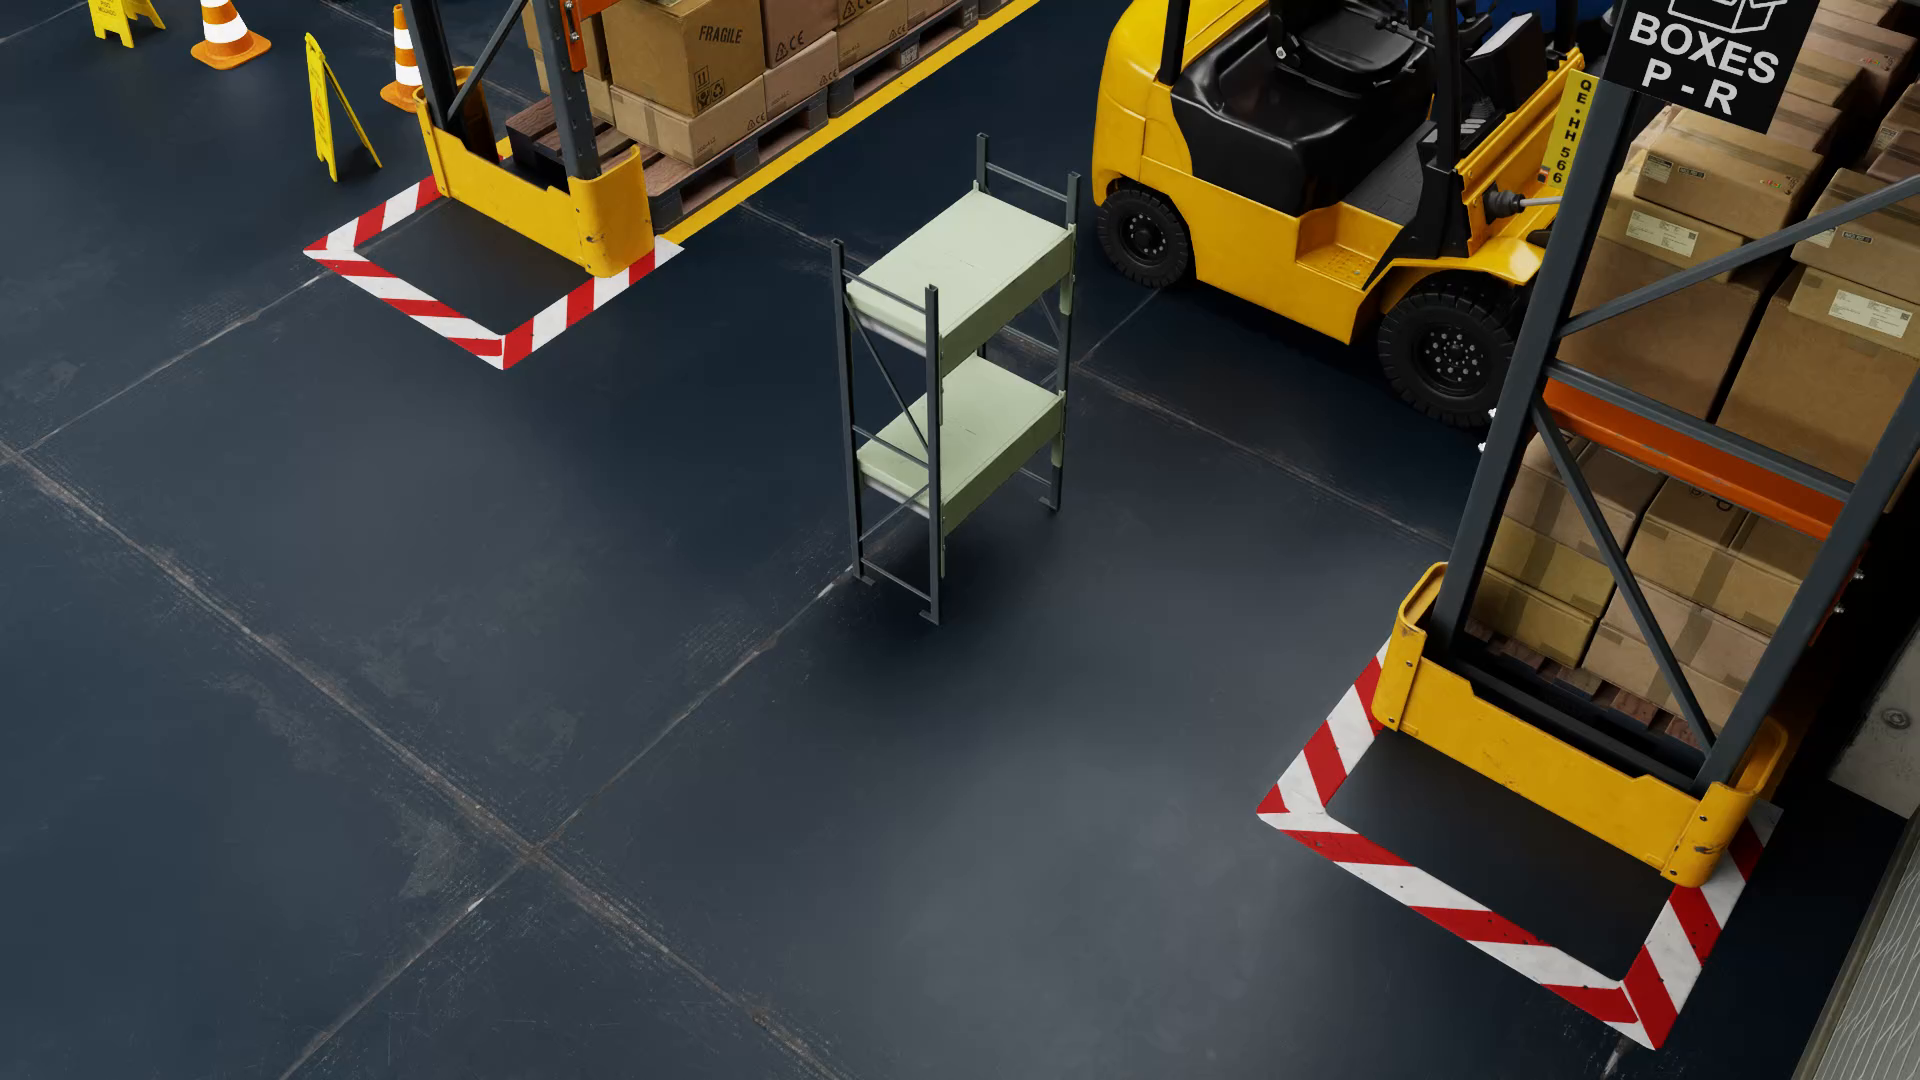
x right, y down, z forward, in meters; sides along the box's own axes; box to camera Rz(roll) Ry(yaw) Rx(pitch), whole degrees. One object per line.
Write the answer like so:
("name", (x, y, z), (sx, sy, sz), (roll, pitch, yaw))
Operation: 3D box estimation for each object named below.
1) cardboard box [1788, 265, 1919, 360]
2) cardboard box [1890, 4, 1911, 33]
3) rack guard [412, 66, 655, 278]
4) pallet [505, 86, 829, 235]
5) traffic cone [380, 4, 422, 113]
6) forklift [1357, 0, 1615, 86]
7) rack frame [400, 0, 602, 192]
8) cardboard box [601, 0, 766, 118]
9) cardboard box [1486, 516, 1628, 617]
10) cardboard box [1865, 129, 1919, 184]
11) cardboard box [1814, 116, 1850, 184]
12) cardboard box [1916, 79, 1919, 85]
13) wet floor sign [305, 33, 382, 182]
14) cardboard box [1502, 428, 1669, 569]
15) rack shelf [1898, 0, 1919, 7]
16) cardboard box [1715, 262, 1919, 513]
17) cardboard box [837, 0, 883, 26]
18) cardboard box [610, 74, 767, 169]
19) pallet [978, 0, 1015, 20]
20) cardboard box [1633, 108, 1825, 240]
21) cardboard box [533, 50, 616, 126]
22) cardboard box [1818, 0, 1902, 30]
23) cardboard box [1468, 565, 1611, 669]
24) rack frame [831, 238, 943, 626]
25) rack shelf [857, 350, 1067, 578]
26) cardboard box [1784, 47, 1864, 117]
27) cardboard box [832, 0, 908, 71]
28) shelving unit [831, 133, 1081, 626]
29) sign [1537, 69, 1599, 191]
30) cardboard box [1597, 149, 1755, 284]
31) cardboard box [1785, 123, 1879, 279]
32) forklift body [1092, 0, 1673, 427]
("cardboard box", (2.376, -0.635, 4.265), (0.380, 0.149, 0.250), (28, 52, 24))
("cardboard box", (2.719, -1.623, 5.208), (0.380, 0.149, 0.250), (30, 53, 25))
("rack guard", (-1.920, -1.669, 7.499), (1.175, 0.500, 0.348), (29, 53, 25))
("pallet", (-1.396, -2.019, 8.033), (1.003, 0.211, 1.213), (29, 53, 25))
("traffic cone", (-2.725, -2.429, 8.251), (0.336, 0.463, 0.334), (29, 53, 25))
("forklift", (2.286, -4.304, 8.335), (1.130, 2.935, 3.031), (-20, 50, -18))
("rack frame", (-1.967, -2.489, 6.554), (1.000, 3.000, 0.127), (29, 53, 25))
("cardboard box", (-1.241, -2.297, 7.462), (0.500, 0.500, 0.500), (28, 52, 24))
("cardboard box", (2.014, -0.082, 5.519), (0.500, 0.250, 0.500), (29, 53, 25))
("cardboard box", (2.550, -0.881, 4.293), (0.380, 0.149, 0.250), (31, 54, 26))
("cardboard box", (2.294, -1.159, 4.765), (0.380, 0.149, 0.250), (30, 53, 26))
("cardboard box", (2.838, -1.183, 4.583), (0.380, 0.149, 0.250), (29, 53, 25))
("wet floor sign", (-2.930, -2.041, 7.753), (0.232, 0.644, 0.267), (-25, 51, -22))
("cardboard box", (1.998, -0.239, 5.324), (0.500, 0.250, 0.500), (31, 54, 26))
("rack shelf", (3.186, -2.229, 4.728), (1.077, 0.370, 4.000), (29, 53, 25))
("cardboard box", (2.486, -0.492, 4.577), (0.500, 0.500, 0.500), (31, 54, 26))
("cardboard box", (-0.611, -2.881, 8.021), (0.500, 0.500, 0.500), (30, 53, 26))
("cardboard box", (-1.255, -2.024, 7.720), (0.500, 0.250, 0.500), (29, 53, 25))
("pallet", (0.096, -3.415, 9.366), (1.003, 0.211, 1.213), (29, 53, 25))
("cardboard box", (2.016, -0.957, 4.366), (0.380, 0.149, 0.250), (29, 53, 25))
("cardboard box", (-1.671, -2.280, 7.965), (0.500, 0.250, 0.500), (29, 53, 25))
("cardboard box", (2.563, -1.581, 4.962), (0.380, 0.149, 0.250), (30, 53, 26))
("cardboard box", (2.001, 0.099, 5.692), (0.500, 0.250, 0.500), (30, 53, 25))
("rack frame", (-0.228, -0.305, 5.504), (0.400, 1.500, 0.023), (29, 53, 25))
("rack shelf", (-0.004, -0.289, 5.940), (0.431, 0.370, 0.720), (29, 53, 25))
("cardboard box", (2.280, -1.273, 4.668), (0.380, 0.149, 0.250), (30, 53, 26))
("cardboard box", (-0.613, -2.631, 8.300), (0.500, 0.250, 0.500), (33, 54, 27))
("shelving unit", (-0.004, -0.514, 5.704), (0.431, 1.500, 0.755), (29, 53, 25))
("sign", (1.543, -1.027, 4.192), (0.100, 0.325, 0.005), (29, 53, 25))
("cardboard box", (1.954, -0.878, 4.497), (0.380, 0.149, 0.250), (30, 53, 25))
("cardboard box", (2.381, -1.022, 5.083), (0.500, 0.500, 0.500), (31, 54, 26))
("forklift body", (1.679, -1.896, 6.573), (2.313, 2.155, 1.214), (29, 53, 25))
